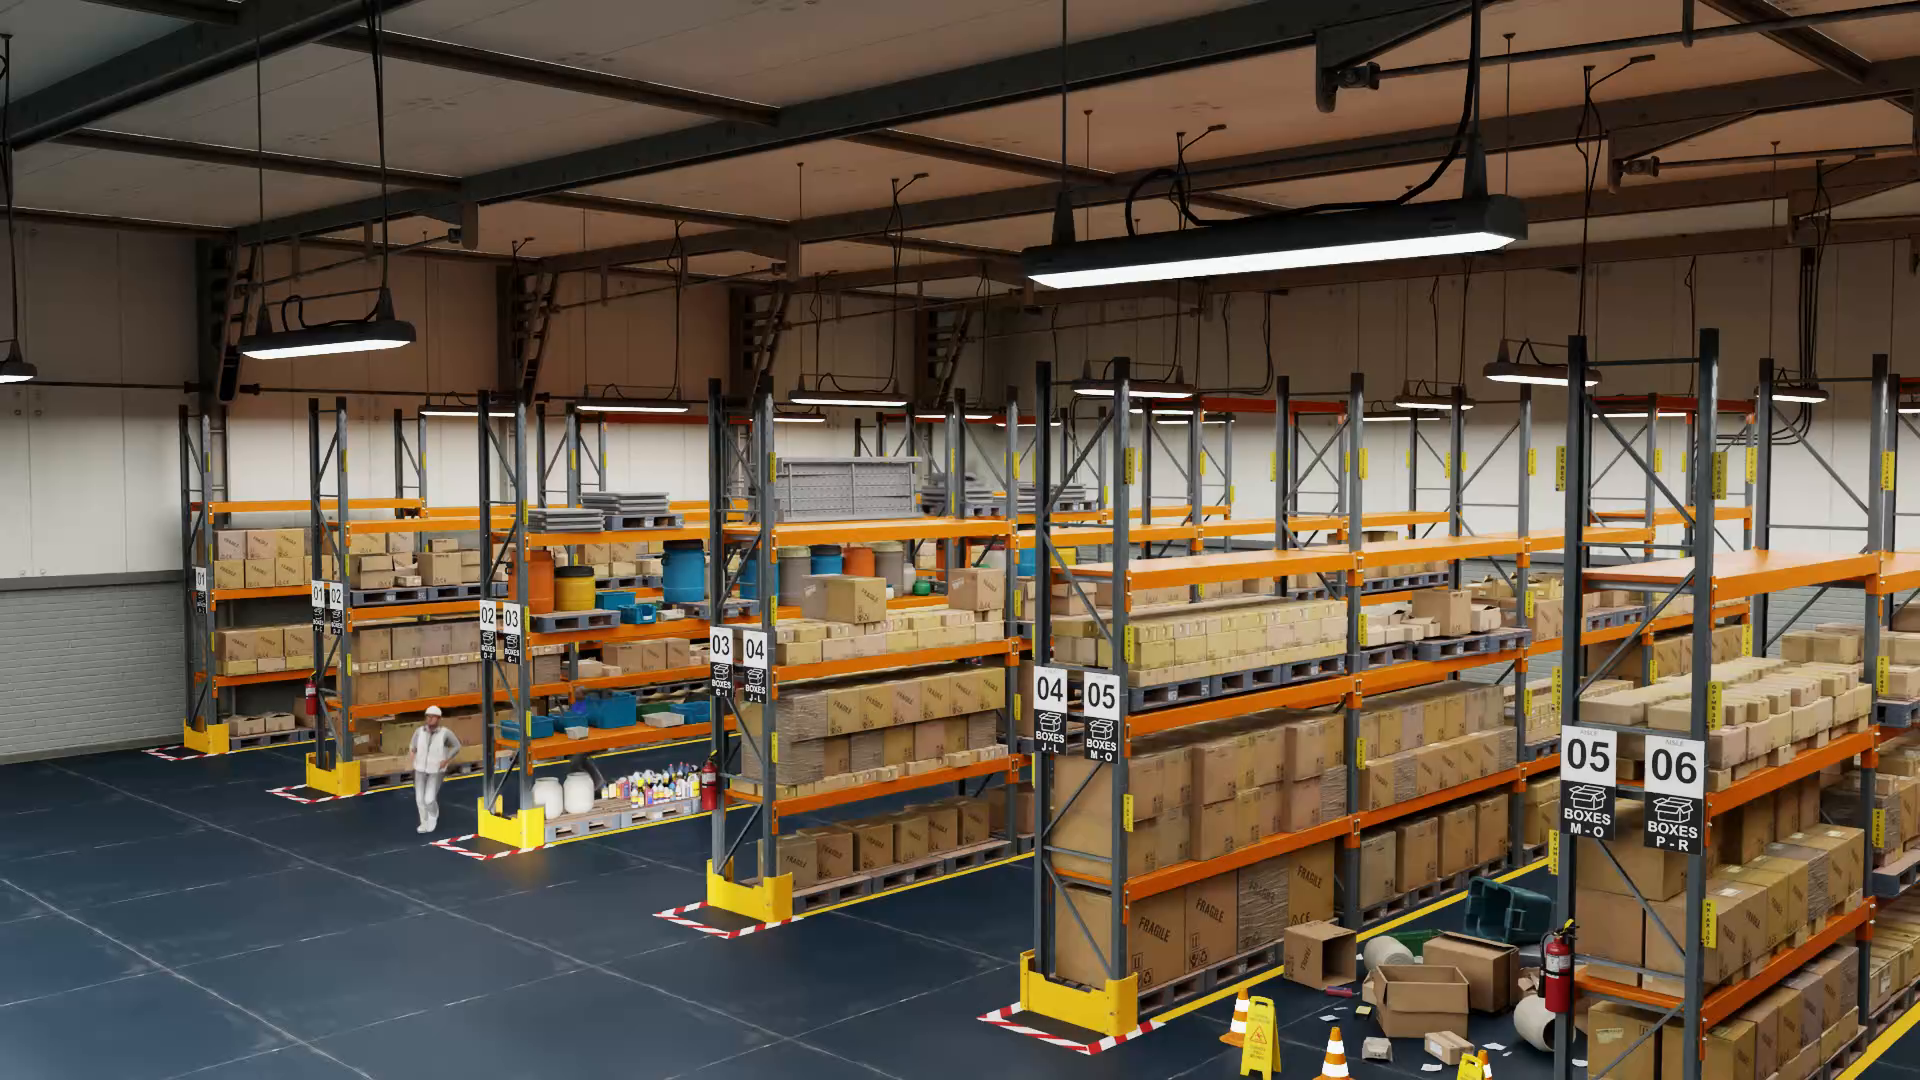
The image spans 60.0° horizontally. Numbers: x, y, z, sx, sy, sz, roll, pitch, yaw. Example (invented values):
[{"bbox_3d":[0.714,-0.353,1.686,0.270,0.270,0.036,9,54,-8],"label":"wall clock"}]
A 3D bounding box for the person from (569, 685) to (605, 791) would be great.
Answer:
[{"bbox_3d":[-5.640,3.015,24.849,0.559,1.692,0.856,3,4,43],"label":"person"}]

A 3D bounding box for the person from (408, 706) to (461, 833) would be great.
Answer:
[{"bbox_3d":[-7.150,3.113,22.478,0.666,1.740,0.641,0,3,6],"label":"person"}]

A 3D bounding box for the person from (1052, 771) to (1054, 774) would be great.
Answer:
[{"bbox_3d":[1.656,2.841,26.655,0.656,1.808,0.927,2,4,36],"label":"person"}]
